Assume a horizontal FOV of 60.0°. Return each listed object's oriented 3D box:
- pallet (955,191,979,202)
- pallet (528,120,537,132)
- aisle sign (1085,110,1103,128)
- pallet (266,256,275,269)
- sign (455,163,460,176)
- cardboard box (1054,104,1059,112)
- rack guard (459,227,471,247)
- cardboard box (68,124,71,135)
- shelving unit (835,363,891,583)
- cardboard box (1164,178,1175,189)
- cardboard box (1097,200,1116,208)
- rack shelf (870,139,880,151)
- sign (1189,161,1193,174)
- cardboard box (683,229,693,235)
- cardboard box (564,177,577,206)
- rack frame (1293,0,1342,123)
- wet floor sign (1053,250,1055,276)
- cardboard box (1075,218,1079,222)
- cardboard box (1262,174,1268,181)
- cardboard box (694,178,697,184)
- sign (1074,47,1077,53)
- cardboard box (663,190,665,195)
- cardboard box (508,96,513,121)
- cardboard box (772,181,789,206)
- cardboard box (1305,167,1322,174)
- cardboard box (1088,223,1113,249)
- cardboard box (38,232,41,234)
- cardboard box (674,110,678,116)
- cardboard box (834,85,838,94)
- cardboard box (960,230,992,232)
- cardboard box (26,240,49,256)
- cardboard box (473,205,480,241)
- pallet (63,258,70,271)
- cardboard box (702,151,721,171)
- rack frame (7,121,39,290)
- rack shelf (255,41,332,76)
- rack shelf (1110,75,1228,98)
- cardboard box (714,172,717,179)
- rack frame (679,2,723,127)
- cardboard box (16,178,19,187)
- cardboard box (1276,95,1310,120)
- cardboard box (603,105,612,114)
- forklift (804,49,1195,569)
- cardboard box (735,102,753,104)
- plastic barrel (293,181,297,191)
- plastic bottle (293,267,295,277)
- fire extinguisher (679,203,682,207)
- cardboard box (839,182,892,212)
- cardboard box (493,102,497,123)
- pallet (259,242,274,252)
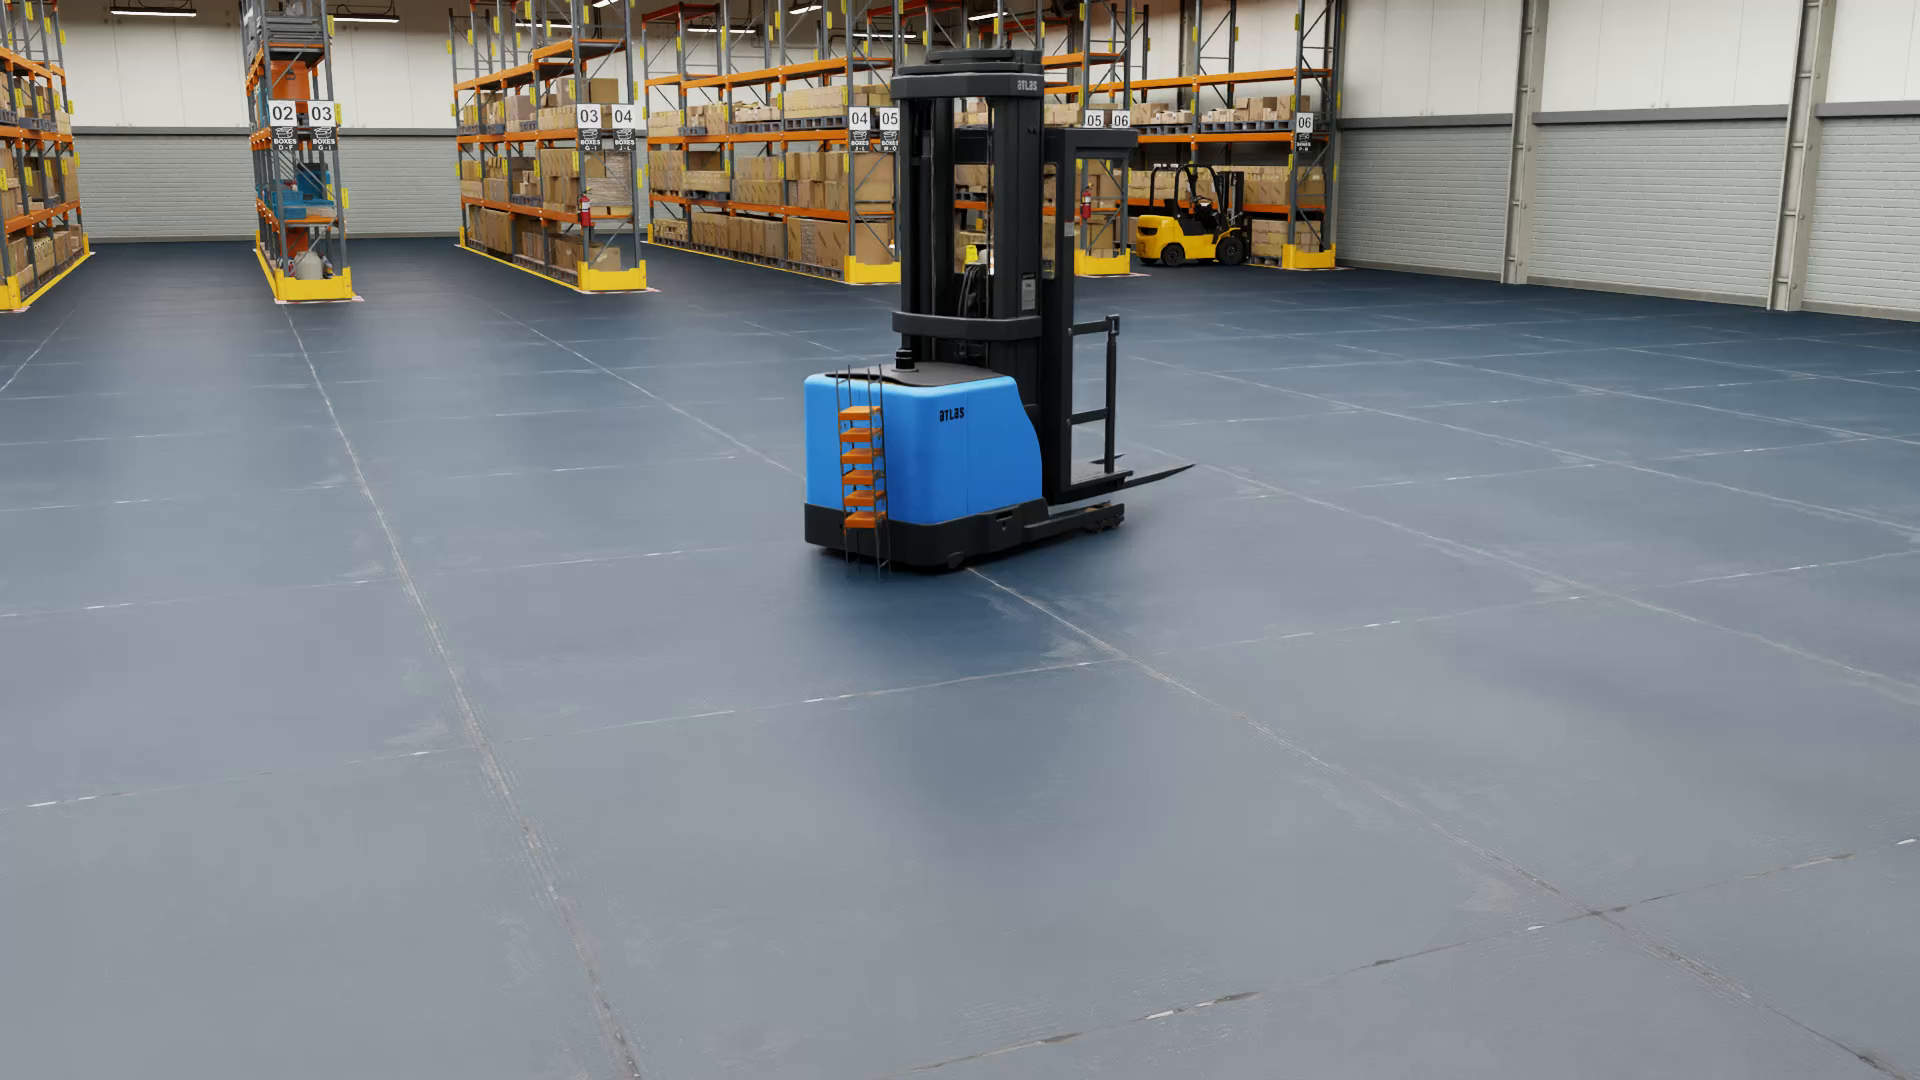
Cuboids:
[{"bbox_3d":[0.514,-7.992,38.675,1.003,0.211,1.213,-6,14,-23],"label":"pallet"},{"bbox_3d":[-7.944,-8.276,33.242,1.213,0.211,1.003,-6,14,-23],"label":"pallet"},{"bbox_3d":[2.647,-8.066,32.801,0.394,0.787,0.004,-6,14,-23],"label":"aisle sign"},{"bbox_3d":[-14.289,-5.949,35.606,1.003,0.211,1.213,-6,14,-23],"label":"pallet"},{"bbox_3d":[-13.112,-9.660,43.360,0.100,0.325,0.005,-6,14,-23],"label":"sign"},{"bbox_3d":[2.149,-8.825,33.983,0.380,0.149,0.250,-6,14,-23],"label":"cardboard box"},{"bbox_3d":[-12.611,-8.036,43.981,1.175,0.500,0.348,-6,14,-23],"label":"rack guard"},{"bbox_3d":[-21.232,-9.661,39.138,0.500,0.250,0.500,-6,14,-23],"label":"cardboard box"},{"bbox_3d":[-0.538,-0.374,9.306,0.189,1.200,0.258,1,13,14],"label":"shelving unit"},{"bbox_3d":[5.189,-8.468,39.530,0.500,0.250,0.500,-6,14,-24],"label":"cardboard box"},{"bbox_3d":[2.942,-6.805,33.675,0.380,0.149,0.250,-6,14,-23],"label":"cardboard box"},{"bbox_3d":[-1.118,-10.015,41.932,1.077,0.370,4.000,-6,14,-23],"label":"rack shelf"},{"bbox_3d":[5.339,-8.588,38.432,0.100,0.325,0.005,-6,14,-23],"label":"sign"},{"bbox_3d":[-6.831,-7.846,42.351,0.380,0.149,0.250,-5,14,-22],"label":"cardboard box"},{"bbox_3d":[-6.697,-6.345,30.252,0.875,0.500,0.500,-6,14,-23],"label":"cardboard box"},{"bbox_3d":[7.435,-10.210,34.527,1.000,3.000,0.127,-6,14,-23],"label":"rack frame"},{"bbox_3d":[1.984,-5.555,32.941,0.267,0.644,0.232,-1,13,-4],"label":"wet floor sign"},{"bbox_3d":[3.236,-8.313,44.246,0.500,0.500,0.500,-6,14,-25],"label":"cardboard box"},{"bbox_3d":[6.773,-7.860,36.017,0.380,0.149,0.250,-6,14,-23],"label":"cardboard box"},{"bbox_3d":[-6.253,-8.738,40.437,0.380,0.149,0.250,-5,14,-21],"label":"cardboard box"},{"bbox_3d":[3.134,-13.273,45.337,0.100,0.325,0.005,-6,14,-23],"label":"sign"},{"bbox_3d":[-7.672,-9.248,44.233,0.380,0.149,0.250,-6,14,-24],"label":"cardboard box"},{"bbox_3d":[-9.244,-9.124,35.157,0.500,0.500,0.500,-6,14,-23],"label":"cardboard box"},{"bbox_3d":[-3.663,-7.329,35.162,0.500,0.500,0.500,-6,14,-23],"label":"cardboard box"},{"bbox_3d":[7.496,-7.886,35.469,0.380,0.149,0.250,-6,14,-24],"label":"cardboard box"},{"bbox_3d":[2.808,-6.265,34.290,0.500,0.500,0.500,-6,14,-25],"label":"cardboard box"},{"bbox_3d":[-19.883,-6.294,35.478,0.500,0.500,0.500,-5,14,-22],"label":"cardboard box"},{"bbox_3d":[-7.041,-10.816,42.136,0.380,0.149,0.250,-6,14,-23],"label":"cardboard box"},{"bbox_3d":[-2.151,-8.442,31.174,0.380,0.149,0.250,-6,14,-23],"label":"cardboard box"},{"bbox_3d":[0.204,-7.146,39.489,0.950,0.372,0.625,-6,14,-24],"label":"cardboard box"},{"bbox_3d":[-17.626,-5.543,31.589,0.500,0.311,0.500,-6,14,-23],"label":"cardboard box"},{"bbox_3d":[-11.907,-8.105,42.518,0.875,0.875,0.875,-6,14,-23],"label":"cardboard box"},{"bbox_3d":[-19.224,-5.753,34.757,1.003,0.211,1.213,-6,14,-23],"label":"pallet"},{"bbox_3d":[-6.371,-9.645,42.293,0.500,0.500,0.500,-5,14,-22],"label":"cardboard box"},{"bbox_3d":[-16.873,-5.875,29.103,1.000,3.000,0.127,-6,14,-23],"label":"rack frame"},{"bbox_3d":[-11.531,-8.286,28.698,1.077,0.370,4.000,-6,14,-23],"label":"rack shelf"},{"bbox_3d":[5.031,-10.904,40.009,1.077,0.370,4.000,-6,14,-23],"label":"rack shelf"},{"bbox_3d":[-5.526,-8.507,38.780,0.380,0.149,0.250,-6,14,-24],"label":"cardboard box"},{"bbox_3d":[-6.414,-11.772,41.276,1.000,3.000,0.127,-6,14,-23],"label":"rack frame"},{"bbox_3d":[-16.567,-6.203,28.860,0.380,0.149,0.250,-6,14,-23],"label":"cardboard box"},{"bbox_3d":[7.034,-9.120,35.095,0.500,0.500,0.500,-5,14,-21],"label":"cardboard box"},{"bbox_3d":[-6.090,-7.603,29.365,0.380,0.149,0.250,-6,14,-23],"label":"cardboard box"},{"bbox_3d":[0.407,-1.534,10.498,1.130,2.935,3.031,11,17,40],"label":"forklift"},{"bbox_3d":[-5.066,-10.170,39.088,0.396,0.266,0.258,-6,14,-23],"label":"cardboard box"},{"bbox_3d":[-12.982,-6.847,32.999,0.433,0.535,0.433,0,13,0],"label":"plastic barrel"},{"bbox_3d":[-11.892,-4.785,29.622,0.097,0.201,0.097,0,13,0],"label":"plastic bottle"},{"bbox_3d":[-7.694,-9.550,45.979,0.296,0.674,0.183,-6,14,-23],"label":"fire extinguisher"},{"bbox_3d":[-1.797,-6.516,31.538,0.875,0.550,0.550,-6,14,-23],"label":"cardboard box"},{"bbox_3d":[-10.234,-9.732,37.955,0.797,0.503,0.637,-6,14,-24],"label":"cardboard box"},{"bbox_3d":[-16.845,-7.269,41.308,1.003,0.211,1.213,-6,14,-23],"label":"pallet"}]
